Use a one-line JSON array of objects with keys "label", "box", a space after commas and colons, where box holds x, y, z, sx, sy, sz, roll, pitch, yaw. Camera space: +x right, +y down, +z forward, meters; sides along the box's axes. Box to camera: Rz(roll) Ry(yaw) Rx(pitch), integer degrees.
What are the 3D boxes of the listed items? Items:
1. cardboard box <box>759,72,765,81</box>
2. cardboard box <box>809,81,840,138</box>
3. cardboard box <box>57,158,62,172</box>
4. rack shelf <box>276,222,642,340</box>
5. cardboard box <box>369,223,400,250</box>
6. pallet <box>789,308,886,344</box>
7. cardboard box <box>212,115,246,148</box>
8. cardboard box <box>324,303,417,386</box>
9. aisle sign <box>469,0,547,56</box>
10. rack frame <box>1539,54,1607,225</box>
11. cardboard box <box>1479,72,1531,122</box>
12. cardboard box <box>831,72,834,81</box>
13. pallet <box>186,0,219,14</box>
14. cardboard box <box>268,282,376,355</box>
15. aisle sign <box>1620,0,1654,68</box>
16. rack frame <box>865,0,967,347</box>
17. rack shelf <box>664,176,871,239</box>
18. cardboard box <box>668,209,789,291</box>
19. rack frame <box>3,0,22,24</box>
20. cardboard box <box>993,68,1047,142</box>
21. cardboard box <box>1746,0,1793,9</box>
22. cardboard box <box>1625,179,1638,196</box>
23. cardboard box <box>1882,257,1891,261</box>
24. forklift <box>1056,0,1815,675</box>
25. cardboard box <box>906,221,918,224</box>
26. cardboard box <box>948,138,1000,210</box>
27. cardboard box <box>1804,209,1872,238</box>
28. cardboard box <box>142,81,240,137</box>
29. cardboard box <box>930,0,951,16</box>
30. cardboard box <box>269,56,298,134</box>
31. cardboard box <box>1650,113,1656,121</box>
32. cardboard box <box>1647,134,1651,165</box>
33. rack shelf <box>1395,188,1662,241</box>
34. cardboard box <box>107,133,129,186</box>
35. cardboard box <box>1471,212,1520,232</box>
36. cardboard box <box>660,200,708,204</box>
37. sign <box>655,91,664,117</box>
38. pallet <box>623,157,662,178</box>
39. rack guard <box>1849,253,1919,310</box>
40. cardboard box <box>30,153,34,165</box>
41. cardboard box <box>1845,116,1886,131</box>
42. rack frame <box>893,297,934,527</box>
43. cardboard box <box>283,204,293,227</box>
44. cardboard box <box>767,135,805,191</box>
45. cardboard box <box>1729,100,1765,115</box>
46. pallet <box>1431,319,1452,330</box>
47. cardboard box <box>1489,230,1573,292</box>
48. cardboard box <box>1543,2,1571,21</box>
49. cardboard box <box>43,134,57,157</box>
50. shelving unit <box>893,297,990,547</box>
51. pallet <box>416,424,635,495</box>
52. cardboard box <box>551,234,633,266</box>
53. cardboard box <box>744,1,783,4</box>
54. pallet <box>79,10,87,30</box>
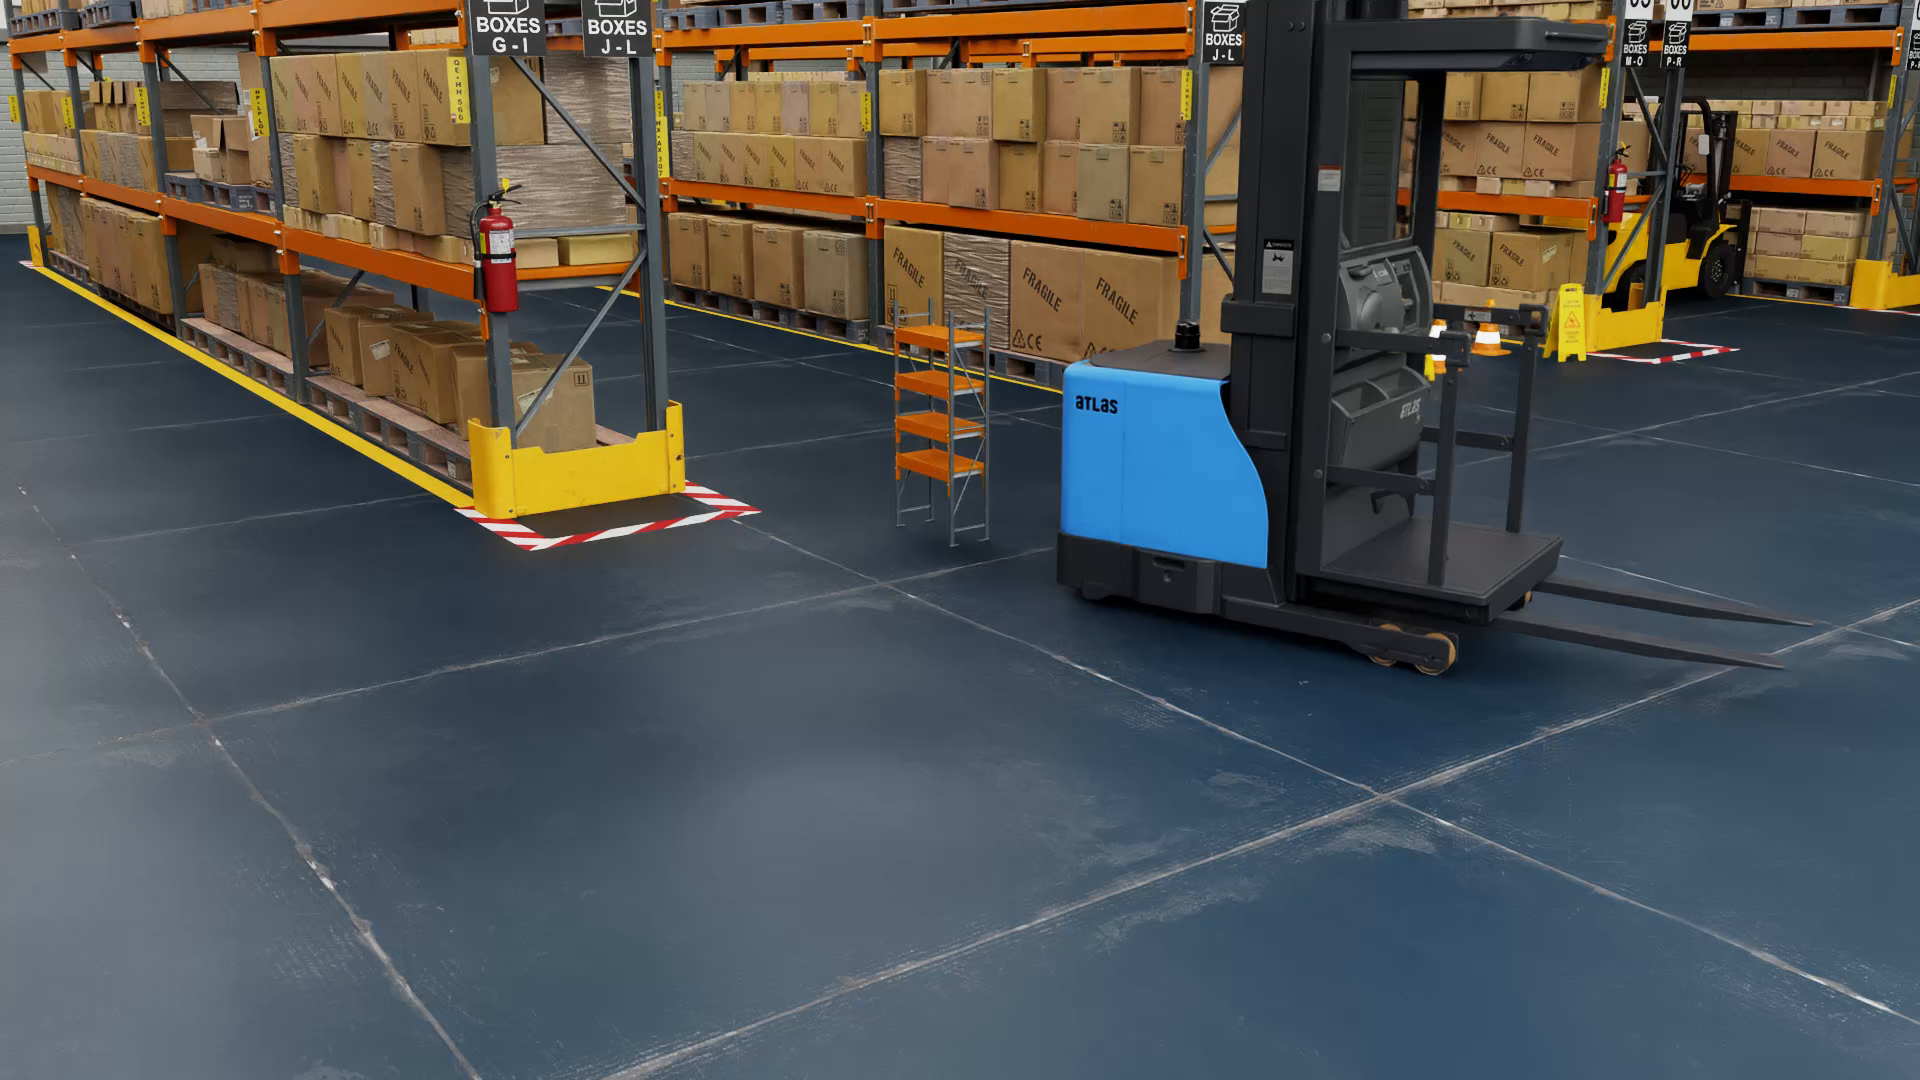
[{"label": "cardboard box", "box": [-2.862, -7.122, 25.604, 0.380, 0.149, 0.250, -11, 19, -34]}, {"label": "cardboard box", "box": [-0.975, -4.010, 15.461, 0.700, 0.500, 0.500, -11, 19, -35]}, {"label": "cardboard box", "box": [-10.199, -4.338, 19.218, 0.380, 0.149, 0.250, -10, 18, -34]}, {"label": "rack shelf", "box": [-3.270, -1.742, 10.623, 1.077, 0.370, 4.000, -11, 19, -35]}, {"label": "cardboard box", "box": [-3.395, -1.874, 10.217, 0.380, 0.149, 0.250, -11, 19, -35]}, {"label": "pallet", "box": [-0.889, -2.073, 15.750, 1.003, 0.211, 1.213, -11, 19, -35]}, {"label": "cardboard box", "box": [-6.039, -3.409, 14.363, 0.700, 0.500, 0.500, -8, 17, -26]}, {"label": "cardboard box", "box": [-4.243, -1.422, 12.028, 0.500, 0.500, 0.500, -12, 19, -36]}, {"label": "aisle sign", "box": [-2.300, -2.856, 8.406, 0.394, 0.787, 0.004, -11, 19, -35]}, {"label": "rack frame", "box": [7.583, -4.826, 20.526, 1.000, 3.000, 0.127, -11, 19, -35]}, {"label": "cardboard box", "box": [5.154, -4.059, 15.077, 0.700, 0.500, 0.500, -11, 19, -34]}, {"label": "cardboard box", "box": [-1.639, -6.696, 24.046, 0.380, 0.149, 0.250, -10, 18, -33]}, {"label": "pallet", "box": [-5.335, -4.242, 13.067, 1.213, 0.211, 1.003, -11, 19, -35]}, {"label": "cardboard box", "box": [-5.054, -1.762, 13.234, 0.700, 0.500, 0.500, -11, 19, -35]}, {"label": "aisle sign", "box": [5.724, -4.396, 14.032, 0.394, 0.787, 0.004, -11, 19, -35]}, {"label": "rack frame", "box": [-0.374, -3.265, 14.822, 1.000, 3.000, 0.127, -11, 19, -35]}, {"label": "rack shelf", "box": [-1.550, -3.345, 16.478, 1.077, 0.370, 4.000, -11, 19, -35]}, {"label": "cardboard box", "box": [-2.441, -3.092, 17.659, 1.050, 0.750, 0.750, -11, 19, -35]}, {"label": "rack frame", "box": [-11.501, -7.972, 20.659, 1.000, 3.000, 0.127, -11, 19, -35]}, {"label": "cardboard box", "box": [0.757, -3.426, 13.081, 0.875, 0.550, 0.500, -11, 19, -35]}, {"label": "cardboard box", "box": [8.956, -6.008, 17.991, 0.700, 0.500, 0.500, -11, 19, -34]}, {"label": "cardboard box", "box": [5.890, -3.184, 15.003, 0.380, 0.149, 0.250, -11, 19, -34]}, {"label": "cardboard box", "box": [9.804, -2.983, 18.207, 0.500, 0.250, 0.500, -11, 19, -34]}, {"label": "forklift", "box": [1.942, -1.035, 6.806, 3.031, 2.935, 1.130, 10, 18, 34]}, {"label": "cardboard box", "box": [-0.167, -4.629, 23.036, 0.875, 0.875, 0.875, -10, 18, -33]}, {"label": "cardboard box", "box": [0.416, -3.013, 13.617, 0.875, 0.550, 0.550, -11, 19, -35]}, {"label": "cardboard box", "box": [9.412, -3.380, 17.763, 0.500, 0.250, 0.500, -10, 18, -33]}, {"label": "cardboard box", "box": [-7.214, -4.061, 15.643, 0.797, 0.503, 0.637, -10, 18, -33]}, {"label": "cardboard box", "box": [-0.052, -6.938, 21.575, 0.500, 0.500, 0.500, -11, 19, -34]}, {"label": "cardboard box", "box": [-4.387, -3.055, 11.409, 0.500, 0.500, 0.500, -11, 19, -35]}, {"label": "cardboard box", "box": [8.125, -4.851, 19.201, 0.380, 0.149, 0.250, -11, 19, -35]}, {"label": "cardboard box", "box": [8.251, -4.522, 19.227, 0.500, 0.500, 0.500, -11, 19, -35]}, {"label": "rack shelf", "box": [4.746, -3.281, 16.243, 1.077, 0.370, 4.000, -11, 19, -35]}, {"label": "cardboard box", "box": [-8.183, -3.812, 16.633, 0.500, 0.500, 0.500, -10, 18, -33]}, {"label": "cardboard box", "box": [4.970, -2.950, 15.436, 0.380, 0.149, 0.250, -10, 18, -33]}, {"label": "cardboard box", "box": [-3.234, -3.771, 19.189, 0.500, 0.250, 0.500, -11, 19, -35]}, {"label": "sign", "box": [-3.160, -4.553, 17.486, 0.100, 0.325, 0.005, -11, 19, -35]}, {"label": "pallet", "box": [-3.231, -4.162, 18.464, 1.213, 0.211, 1.003, -11, 19, -35]}, {"label": "rack guard", "box": [9.949, -2.761, 17.717, 1.175, 0.500, 0.348, -11, 19, -35]}, {"label": "cardboard box", "box": [-11.408, -4.776, 20.820, 0.380, 0.149, 0.250, -11, 19, -35]}, {"label": "cardboard box", "box": [9.505, -4.363, 17.418, 0.380, 0.149, 0.250, -11, 19, -34]}, {"label": "rack frame", "box": [-0.241, -0.666, 8.737, 0.240, 1.200, 0.015, -11, 19, -35]}, {"label": "cardboard box", "box": [-4.563, -2.303, 11.783, 0.380, 0.149, 0.250, -11, 19, -35]}, {"label": "cardboard box", "box": [-1.492, -3.599, 15.853, 0.500, 0.500, 0.500, -11, 19, -34]}, {"label": "cardboard box", "box": [8.722, -4.777, 18.366, 0.380, 0.149, 0.250, -10, 18, -33]}, {"label": "pallet", "box": [4.715, -2.311, 16.620, 1.003, 0.211, 1.213, -11, 19, -35]}, {"label": "cardboard box", "box": [5.240, -2.569, 15.273, 0.500, 0.500, 0.500, -11, 19, -34]}, {"label": "cardboard box", "box": [5.313, -4.607, 14.520, 0.380, 0.149, 0.250, -11, 19, -34]}, {"label": "cardboard box", "box": [-10.523, -4.677, 19.703, 0.500, 0.250, 0.500, -11, 19, -36]}, {"label": "shelving unit", "box": [-0.097, -0.614, 8.547, 0.258, 1.200, 0.503, -11, 19, -35]}, {"label": "pallet", "box": [-2.588, -0.513, 10.049, 1.003, 0.211, 1.213, -11, 19, -35]}, {"label": "cardboard box", "box": [-2.069, -1.639, 9.358, 0.380, 0.149, 0.250, -11, 19, -35]}, {"label": "cardboard box", "box": [-1.869, -5.597, 16.845, 0.500, 0.311, 0.500, -11, 19, -35]}, {"label": "pallet", "box": [-8.570, -5.391, 17.272, 0.805, 0.209, 1.217, -12, 19, -37]}]
